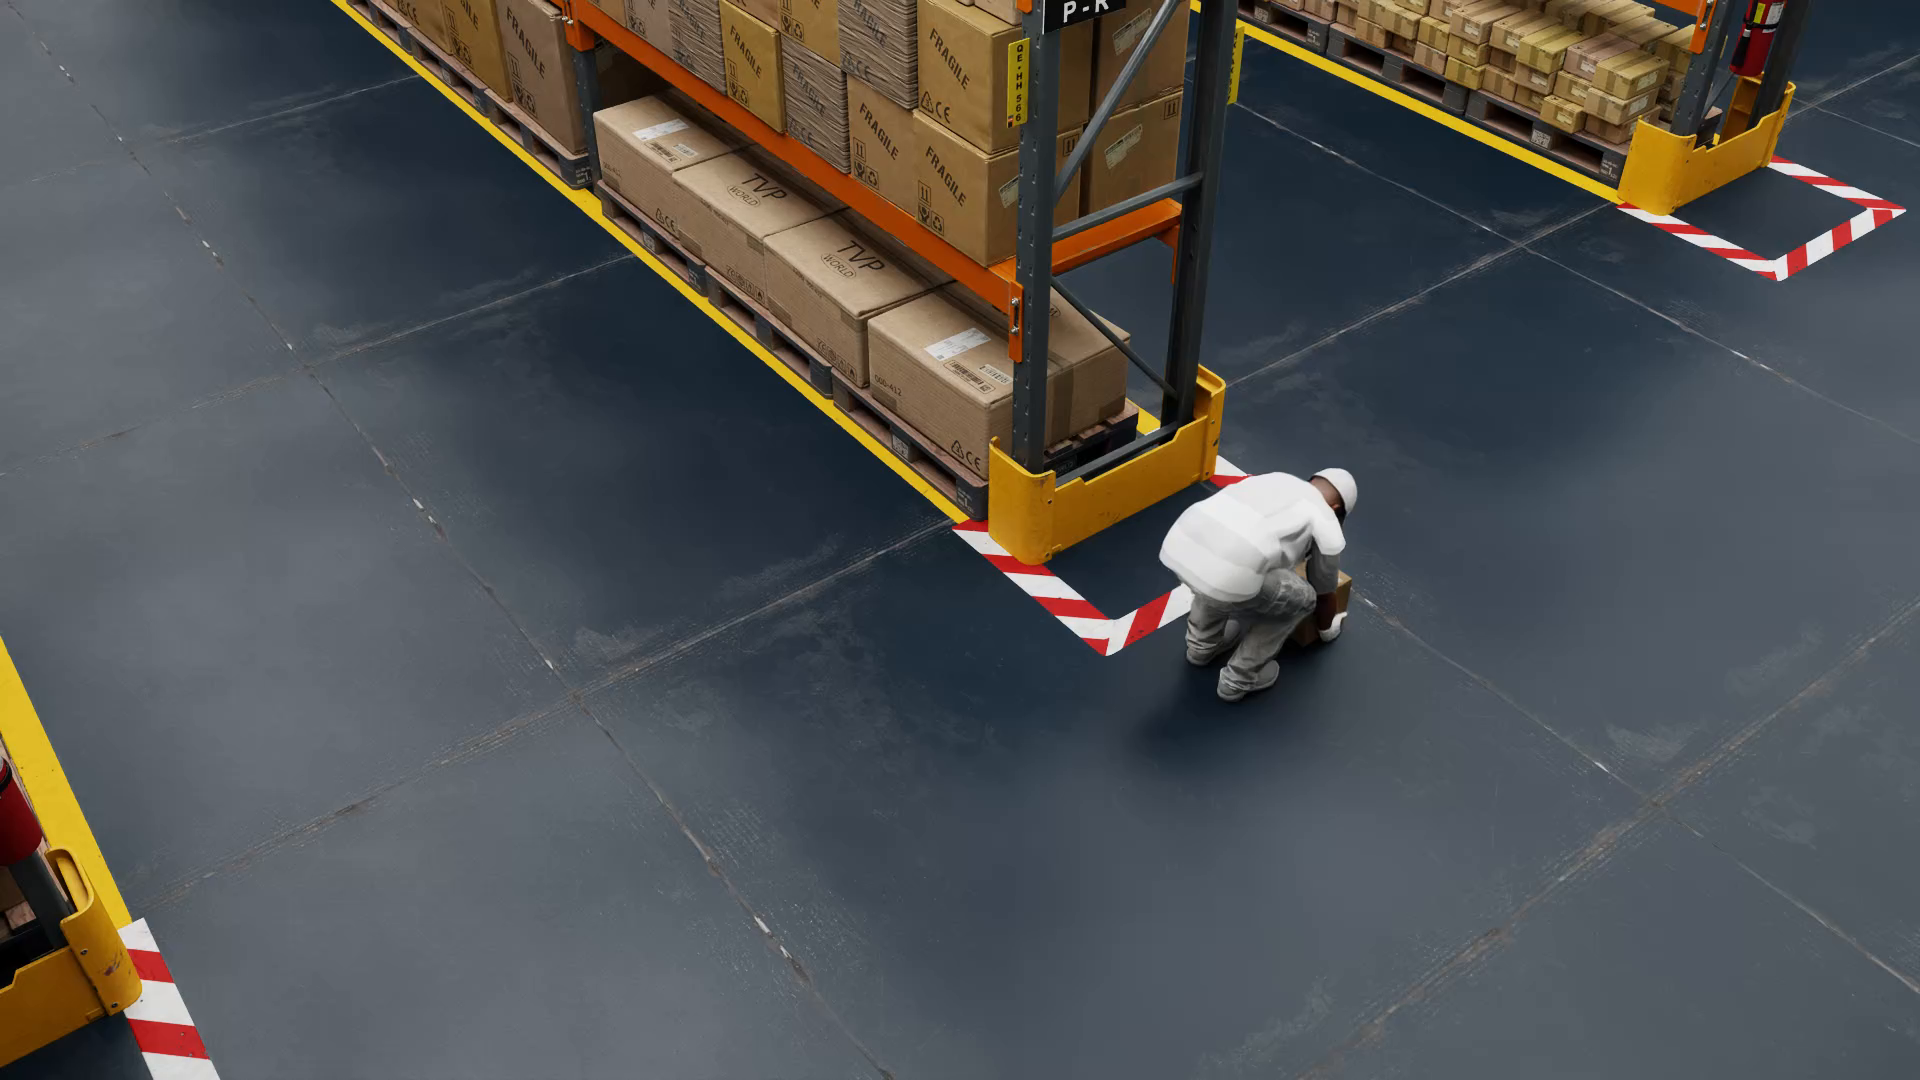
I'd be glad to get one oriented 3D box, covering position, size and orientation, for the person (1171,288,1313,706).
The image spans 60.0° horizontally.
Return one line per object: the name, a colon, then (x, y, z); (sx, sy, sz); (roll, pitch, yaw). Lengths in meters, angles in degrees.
person: (1.060, -0.146, 6.319); (0.426, 1.778, 0.584); (-28, 47, -29)
